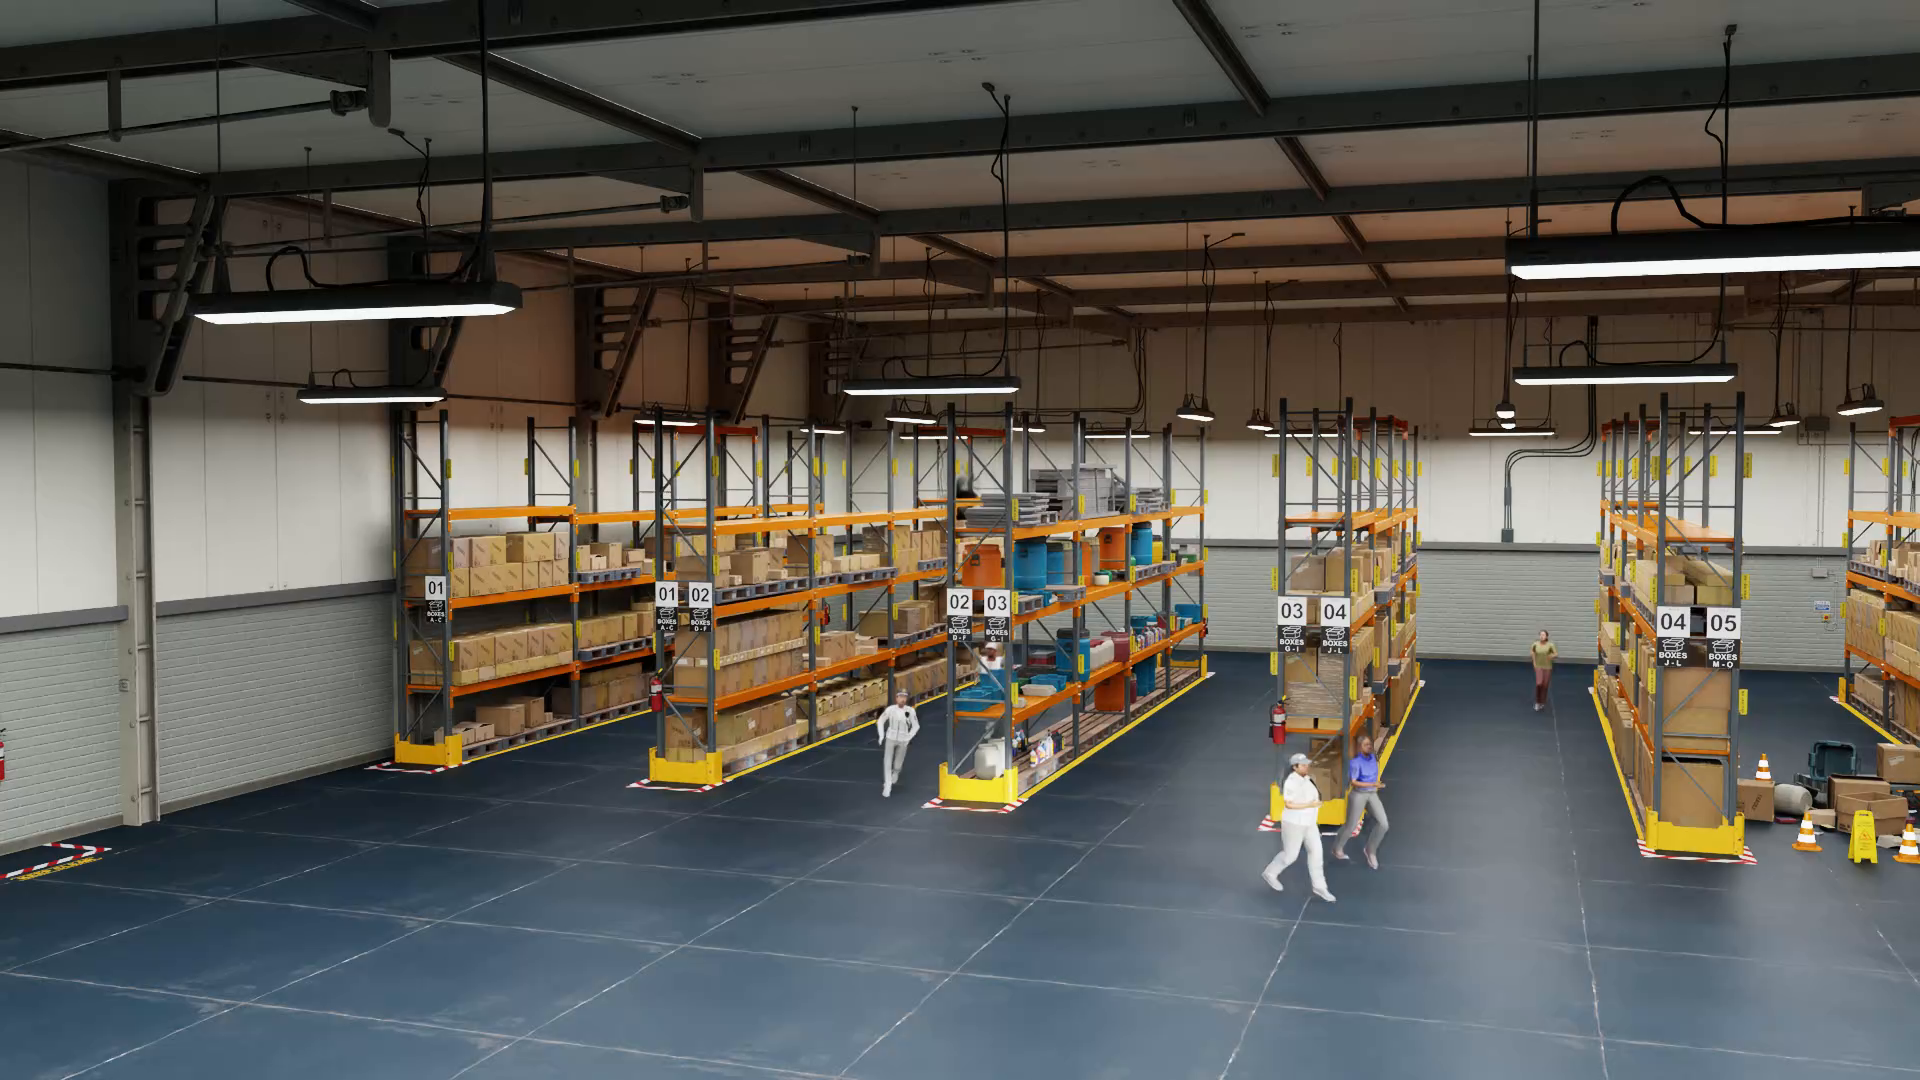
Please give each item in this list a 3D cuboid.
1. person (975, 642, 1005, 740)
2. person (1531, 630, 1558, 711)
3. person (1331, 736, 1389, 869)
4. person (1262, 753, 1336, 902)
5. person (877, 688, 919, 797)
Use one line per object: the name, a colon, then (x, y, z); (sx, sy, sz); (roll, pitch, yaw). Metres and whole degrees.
person: (0.578, 2.776, 31.008); (0.678, 1.732, 0.932); (1, 3, 18)
person: (12.113, 2.703, 34.493); (0.549, 1.695, 0.678); (1, 3, 20)
person: (5.080, 3.280, 20.913); (0.586, 1.667, 0.864); (-1, 3, -28)
person: (3.938, 3.328, 19.358); (0.886, 1.679, 0.602); (2, 3, 43)
person: (-0.957, 3.100, 25.664); (0.655, 1.658, 0.620); (0, 2, 2)
